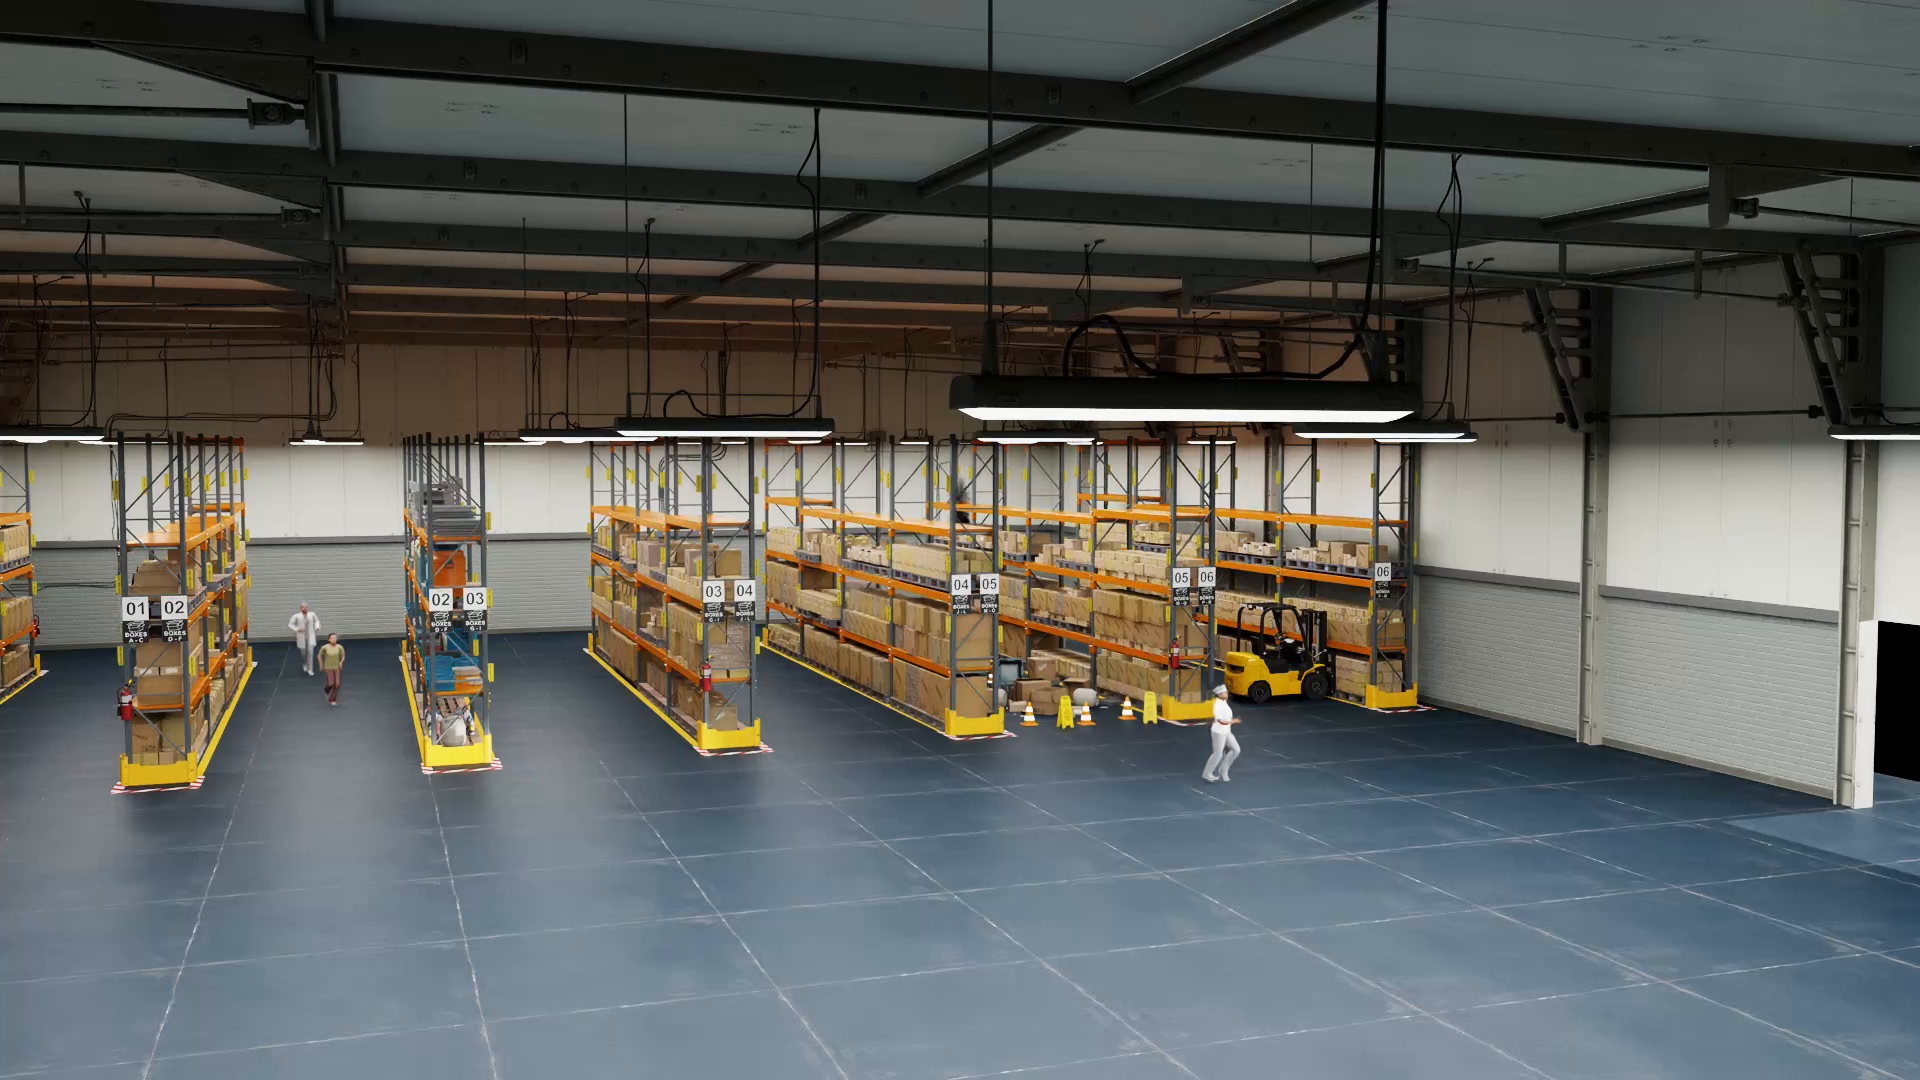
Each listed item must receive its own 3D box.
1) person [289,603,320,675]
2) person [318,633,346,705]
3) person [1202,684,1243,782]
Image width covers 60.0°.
[{"bbox_3d":[-16.626,2.509,42.207,0.756,1.815,0.928,-2,4,-32],"label":"person"},{"bbox_3d":[-13.915,2.869,36.891,0.567,1.619,0.577,-2,4,-32],"label":"person"},{"bbox_3d":[4.491,3.304,28.397,0.688,1.706,0.544,2,4,27],"label":"person"}]
